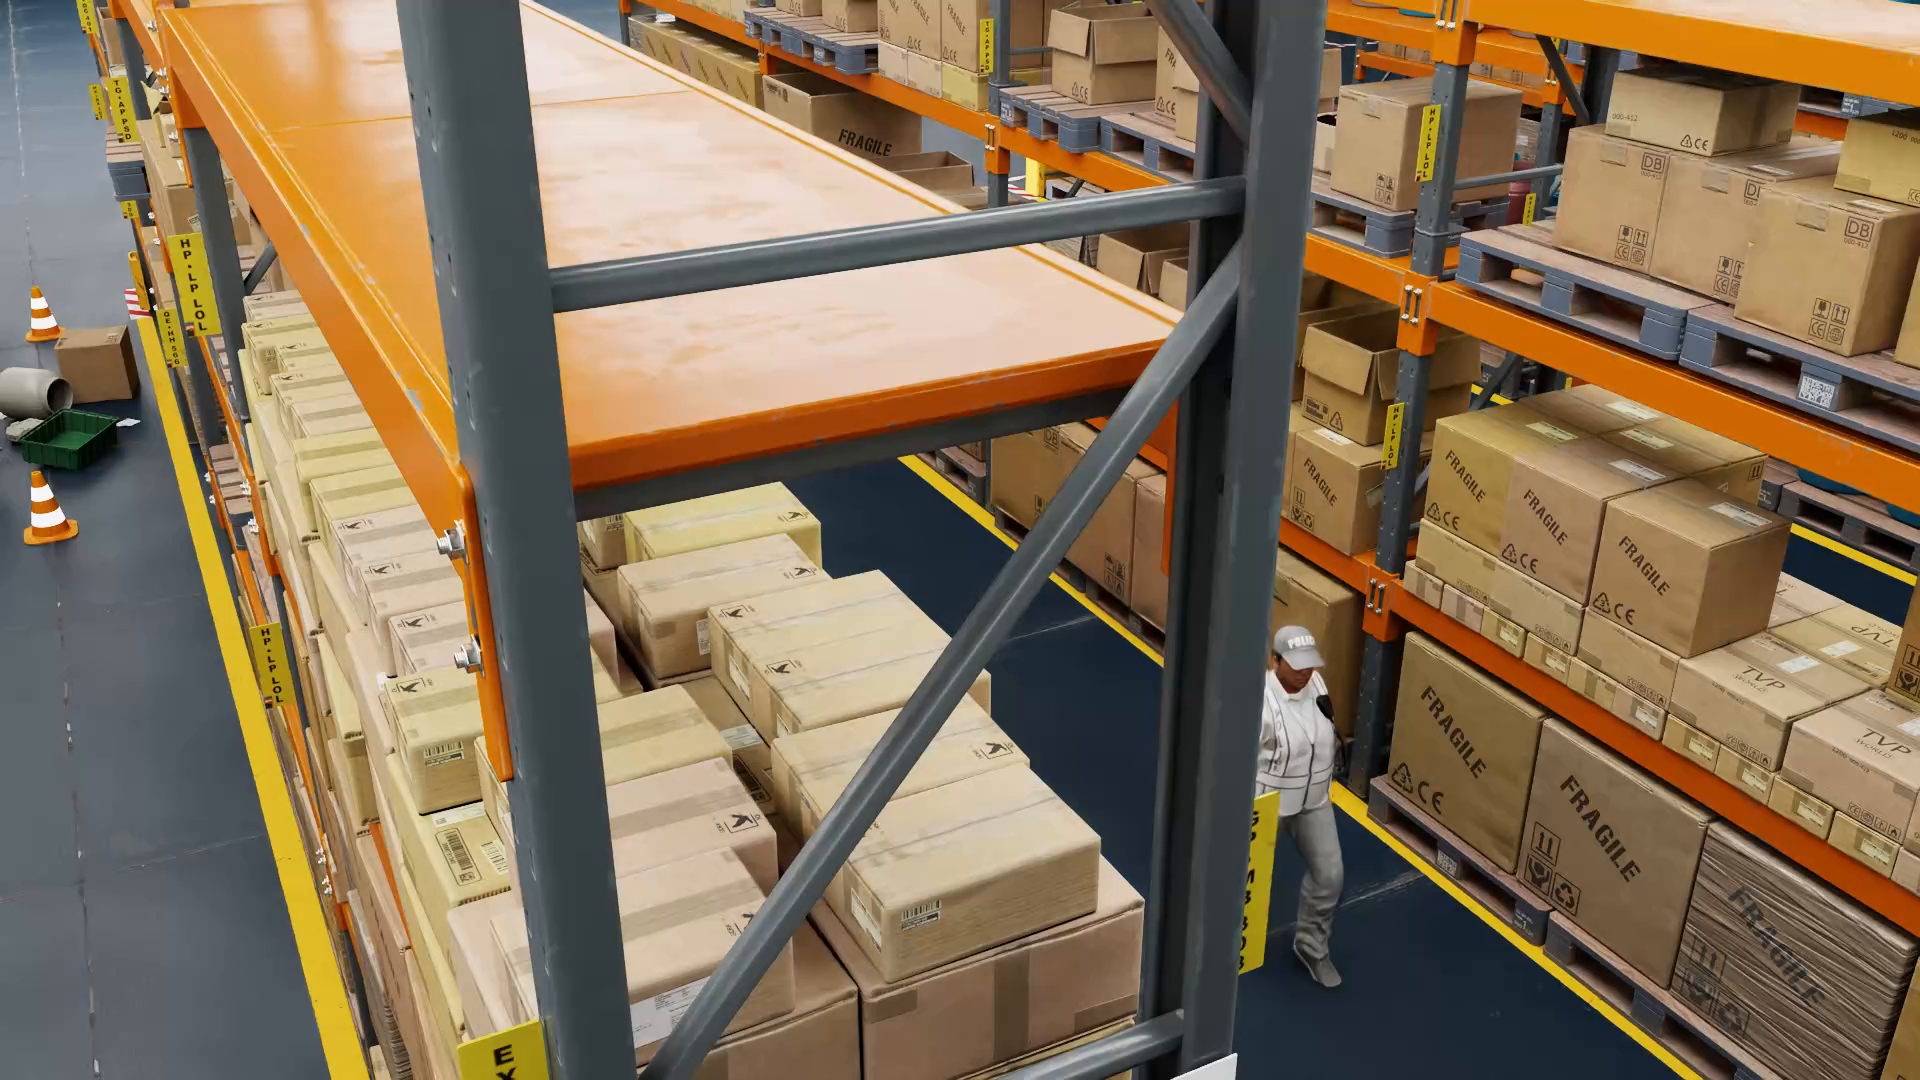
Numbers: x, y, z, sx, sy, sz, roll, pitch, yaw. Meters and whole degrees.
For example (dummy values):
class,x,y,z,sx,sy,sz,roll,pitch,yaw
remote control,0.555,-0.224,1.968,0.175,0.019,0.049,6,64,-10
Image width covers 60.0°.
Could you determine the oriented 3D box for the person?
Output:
class,x,y,z,sx,sy,sz,roll,pitch,yaw
person,1.413,1.167,7.240,0.512,1.730,0.630,-11,28,-21
